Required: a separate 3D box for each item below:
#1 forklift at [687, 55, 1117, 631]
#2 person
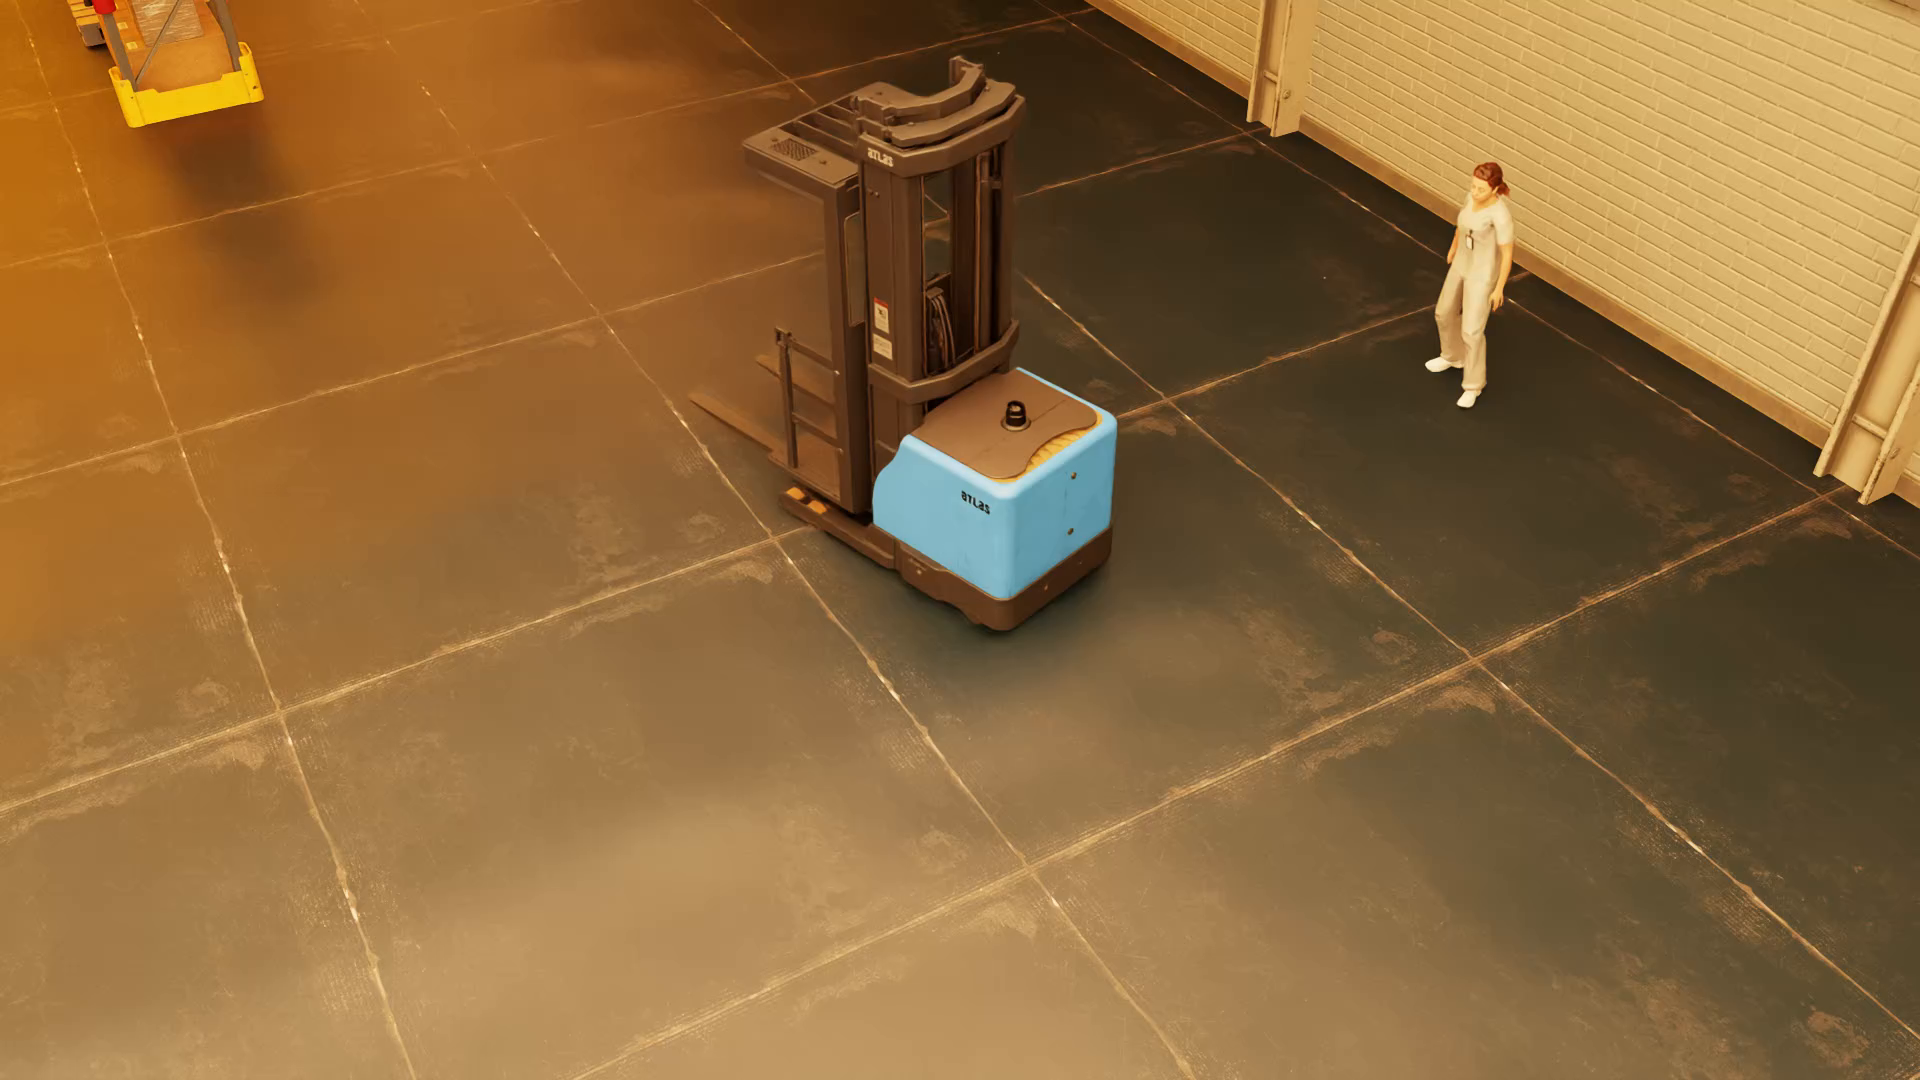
[{"bbox_3d":[-0.503,-1.424,9.752,3.031,2.935,1.130,31,49,32],"label":"forklift"},{"bbox_3d":[3.470,-1.773,11.200,0.365,1.626,0.749,-14,42,-16],"label":"person"}]
